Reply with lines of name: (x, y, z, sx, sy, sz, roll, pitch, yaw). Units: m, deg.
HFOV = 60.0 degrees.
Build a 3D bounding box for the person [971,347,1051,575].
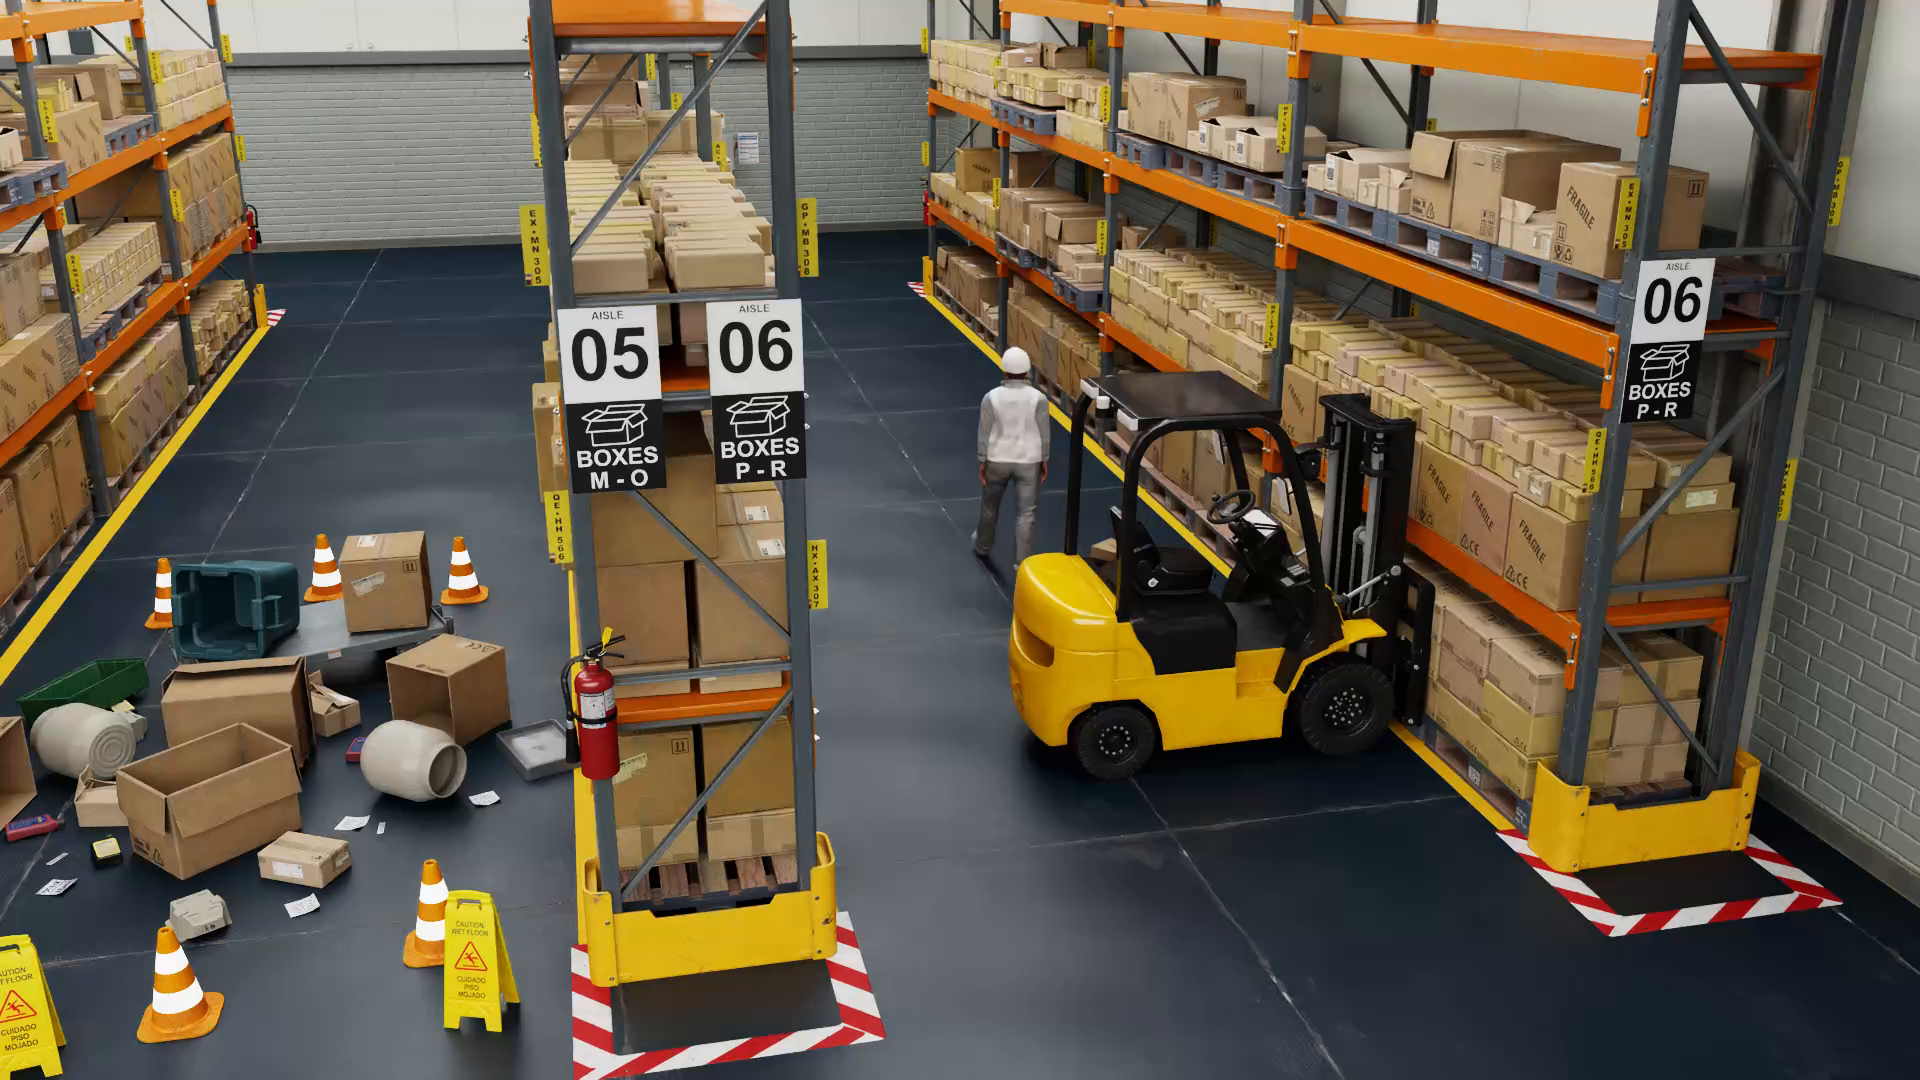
person: (0.376, -0.634, 12.794, 0.679, 1.736, 0.841, 3, 20, 7)
